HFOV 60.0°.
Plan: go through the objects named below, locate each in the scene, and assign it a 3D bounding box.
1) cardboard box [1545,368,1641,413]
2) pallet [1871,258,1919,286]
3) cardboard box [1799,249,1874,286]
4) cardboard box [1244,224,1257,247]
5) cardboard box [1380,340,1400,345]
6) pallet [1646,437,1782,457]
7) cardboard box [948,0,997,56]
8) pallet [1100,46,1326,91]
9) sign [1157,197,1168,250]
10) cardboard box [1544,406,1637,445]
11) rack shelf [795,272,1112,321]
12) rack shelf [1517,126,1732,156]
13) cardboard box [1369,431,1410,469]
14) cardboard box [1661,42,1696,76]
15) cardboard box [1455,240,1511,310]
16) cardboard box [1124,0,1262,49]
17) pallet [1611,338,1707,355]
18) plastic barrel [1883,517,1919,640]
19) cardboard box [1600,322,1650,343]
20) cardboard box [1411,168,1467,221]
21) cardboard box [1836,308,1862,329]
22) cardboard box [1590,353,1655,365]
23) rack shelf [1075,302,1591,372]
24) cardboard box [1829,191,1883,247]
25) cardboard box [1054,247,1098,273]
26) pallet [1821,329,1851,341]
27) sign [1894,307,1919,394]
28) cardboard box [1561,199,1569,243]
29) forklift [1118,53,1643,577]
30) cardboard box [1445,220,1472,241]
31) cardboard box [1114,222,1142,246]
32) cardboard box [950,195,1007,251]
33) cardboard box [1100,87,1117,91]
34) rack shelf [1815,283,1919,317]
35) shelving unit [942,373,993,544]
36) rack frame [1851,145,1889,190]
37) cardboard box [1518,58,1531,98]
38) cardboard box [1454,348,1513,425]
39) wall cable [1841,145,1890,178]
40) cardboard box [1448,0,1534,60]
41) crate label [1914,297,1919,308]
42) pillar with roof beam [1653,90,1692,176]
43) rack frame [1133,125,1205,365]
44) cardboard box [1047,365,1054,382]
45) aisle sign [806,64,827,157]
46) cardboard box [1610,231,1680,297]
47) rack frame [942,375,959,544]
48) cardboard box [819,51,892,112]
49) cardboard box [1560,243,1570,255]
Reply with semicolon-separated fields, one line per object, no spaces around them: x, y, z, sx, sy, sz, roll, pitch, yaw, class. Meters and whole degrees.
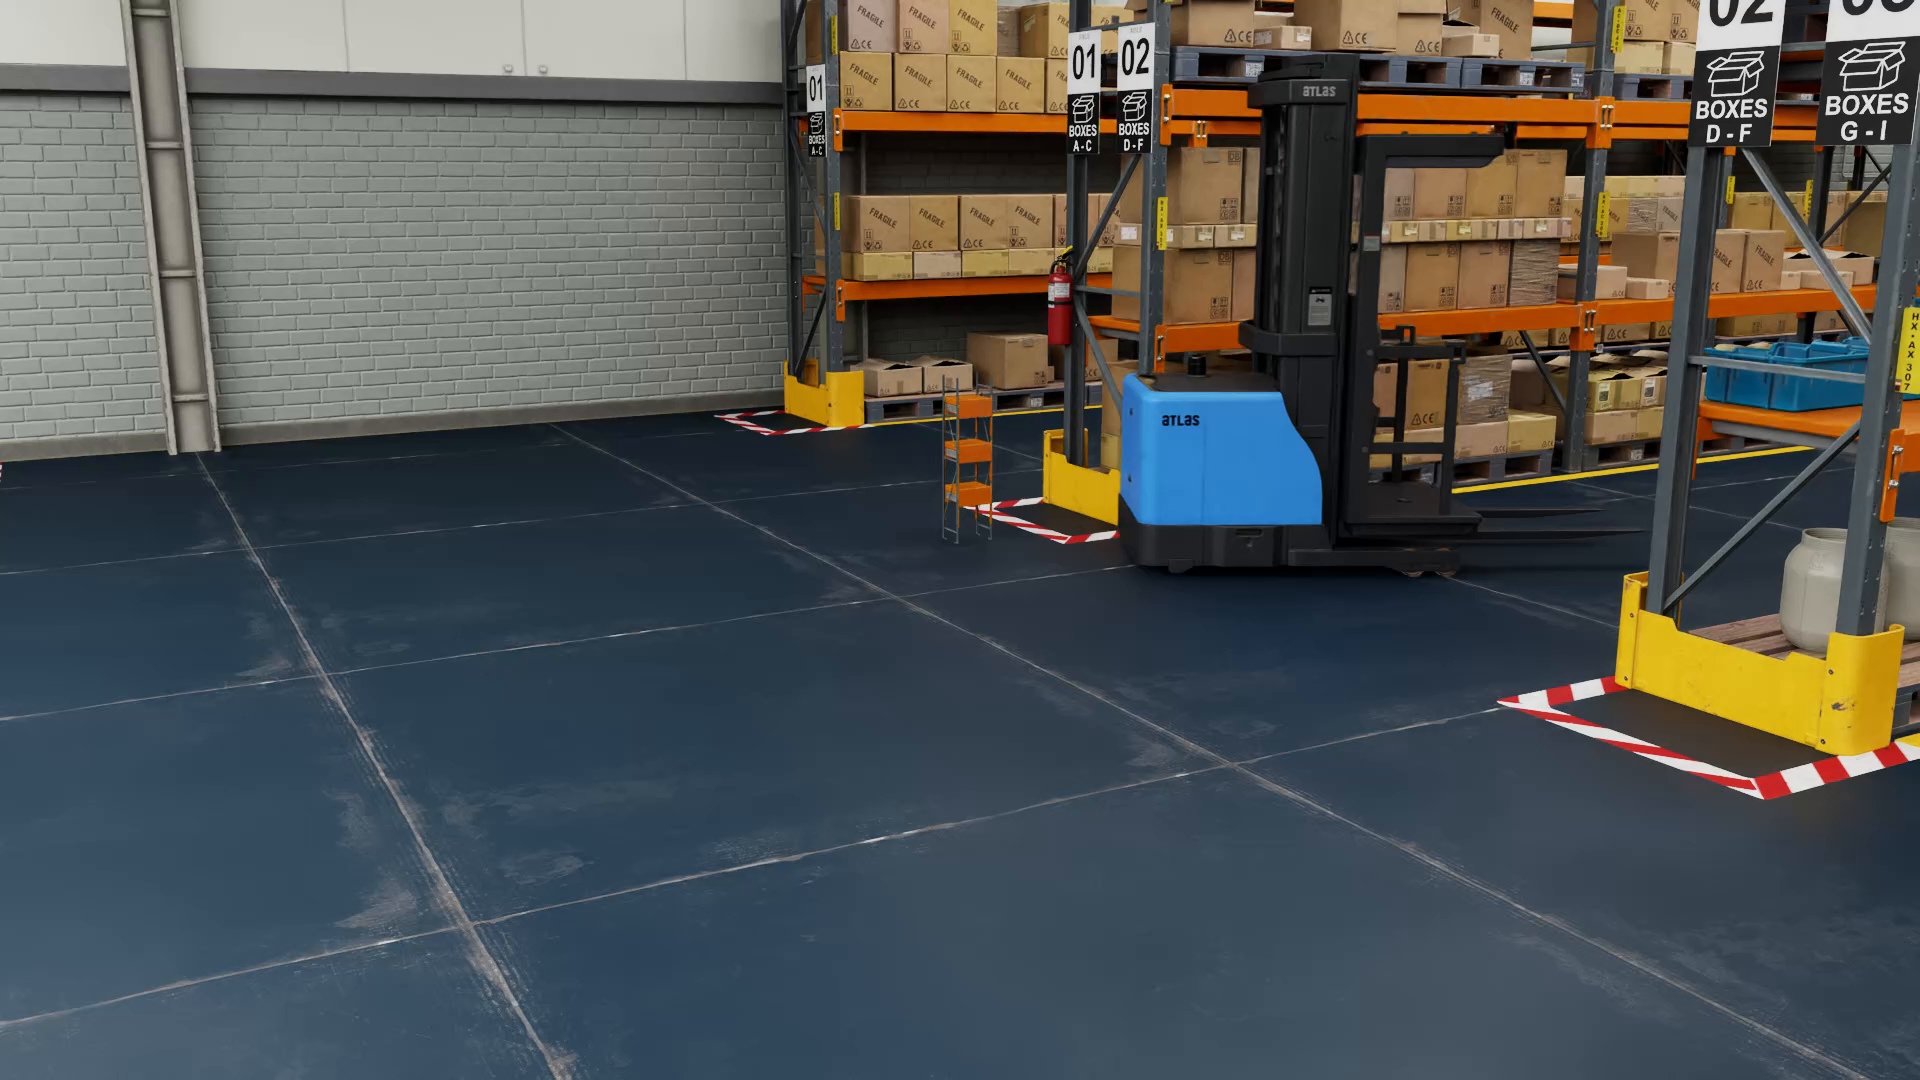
5.013;-1.206;13.164;0.500;0.311;0.500;-7;14;-28;cardboard box
8.603;-2.485;15.258;1.003;0.211;1.213;-7;14;-28;pallet
7.701;-2.421;14.737;0.500;0.311;0.500;-6;14;-24;cardboard box
1.917;-2.072;11.278;0.250;0.149;0.380;-7;14;-28;cardboard box
4.550;-2.326;18.804;0.500;0.500;0.700;-7;14;-28;cardboard box
6.231;-0.927;14.248;1.213;0.211;1.003;-7;14;-28;pallet
0.006;-4.709;15.320;0.500;0.500;0.500;-6;14;-26;cardboard box
1.653;-3.142;11.109;1.213;0.211;1.003;-7;14;-28;pallet
1.280;-2.006;10.538;0.005;0.325;0.100;-7;14;-28;sign
5.003;-0.931;13.222;0.500;0.250;0.500;-7;15;-29;cardboard box
0.398;-2.466;16.374;4.000;0.370;1.077;-7;14;-28;rack shelf
7.420;-4.771;19.784;4.000;0.370;1.077;-7;14;-28;rack shelf
2.914;-0.687;12.136;0.500;0.250;0.500;-7;14;-28;cardboard box
5.557;-3.790;13.170;0.500;0.250;0.500;-8;15;-33;cardboard box
3.684;-2.017;12.514;0.500;0.500;0.700;-7;14;-28;cardboard box
1.526;-3.499;10.983;0.637;0.503;0.797;-6;14;-24;cardboard box
8.535;-2.413;20.851;1.213;0.211;1.003;-7;14;-28;pallet
4.371;0.175;7.711;0.421;0.512;0.421;0;13;0;plastic barrel
7.889;-2.838;20.326;0.750;0.750;0.750;-6;14;-26;cardboard box
3.261;-2.601;12.153;0.500;0.500;0.700;-7;14;-28;cardboard box
11.681;-3.130;22.421;0.500;0.500;0.700;-7;14;-28;cardboard box
5.642;-1.416;14.099;0.500;0.311;0.500;-7;14;-28;cardboard box
2.775;-1.512;12.134;4.000;0.370;1.077;-7;14;-28;rack shelf
11.611;-4.302;22.210;0.700;0.700;0.980;-7;14;-28;cardboard box
1.008;-2.749;16.289;0.500;0.250;0.500;-7;14;-28;cardboard box
12.022;-2.830;22.705;1.213;0.211;1.003;-7;14;-28;pallet
3.650;-0.726;6.373;0.005;0.325;0.100;-7;14;-28;sign
6.678;-3.707;19.299;0.500;0.500;0.500;-6;14;-26;cardboard box
2.524;-1.331;9.850;3.031;2.935;1.130;0;13;-2;forklift
3.501;-2.262;12.123;0.250;0.149;0.380;-7;14;-28;cardboard box
1.264;-2.095;11.380;0.250;0.149;0.380;-7;15;-29;cardboard box
0.101;-3.005;15.717;0.500;0.500;0.500;-7;15;-30;cardboard box
1.379;-4.398;16.214;0.500;0.500;0.500;-8;15;-33;cardboard box
9.797;-2.354;15.874;4.000;0.370;1.077;-7;14;-28;rack shelf
0.047;-0.518;10.519;0.252;1.050;0.215;-7;14;-28;shelving unit
12.687;-4.290;22.840;0.127;3.000;1.000;-7;14;-28;rack frame
6.055;-5.236;18.983;0.500;0.500;0.700;-8;15;-32;cardboard box
3.784;-1.161;12.536;0.500;0.500;0.500;-7;14;-28;cardboard box
13.357;-5.103;24.137;1.851;1.984;0.084;-7;14;-28;wall cable
3.962;-3.856;12.578;0.500;0.500;0.500;-6;14;-23;cardboard box
4.876;-0.961;7.965;0.616;0.435;0.502;-7;14;-28;crate label
11.438;-6.207;17.693;0.400;9.000;9.100;-7;14;-28;pillar with roof beam
2.154;-3.028;17.230;0.127;3.000;1.000;-7;14;-28;rack frame
0.740;-1.687;16.764;0.250;0.149;0.380;-8;15;-32;cardboard box
-1.276;-3.810;14.784;0.004;0.787;0.394;-7;14;-28;aisle sign
5.675;-2.255;13.570;0.500;0.500;0.500;-6;14;-24;cardboard box
-0.060;-0.505;10.462;0.008;1.050;0.200;-7;14;-28;rack frame
-0.944;-4.116;14.960;0.500;0.500;0.500;-6;14;-26;cardboard box
6.949;-3.441;19.595;0.250;0.149;0.380;-6;14;-27;cardboard box
